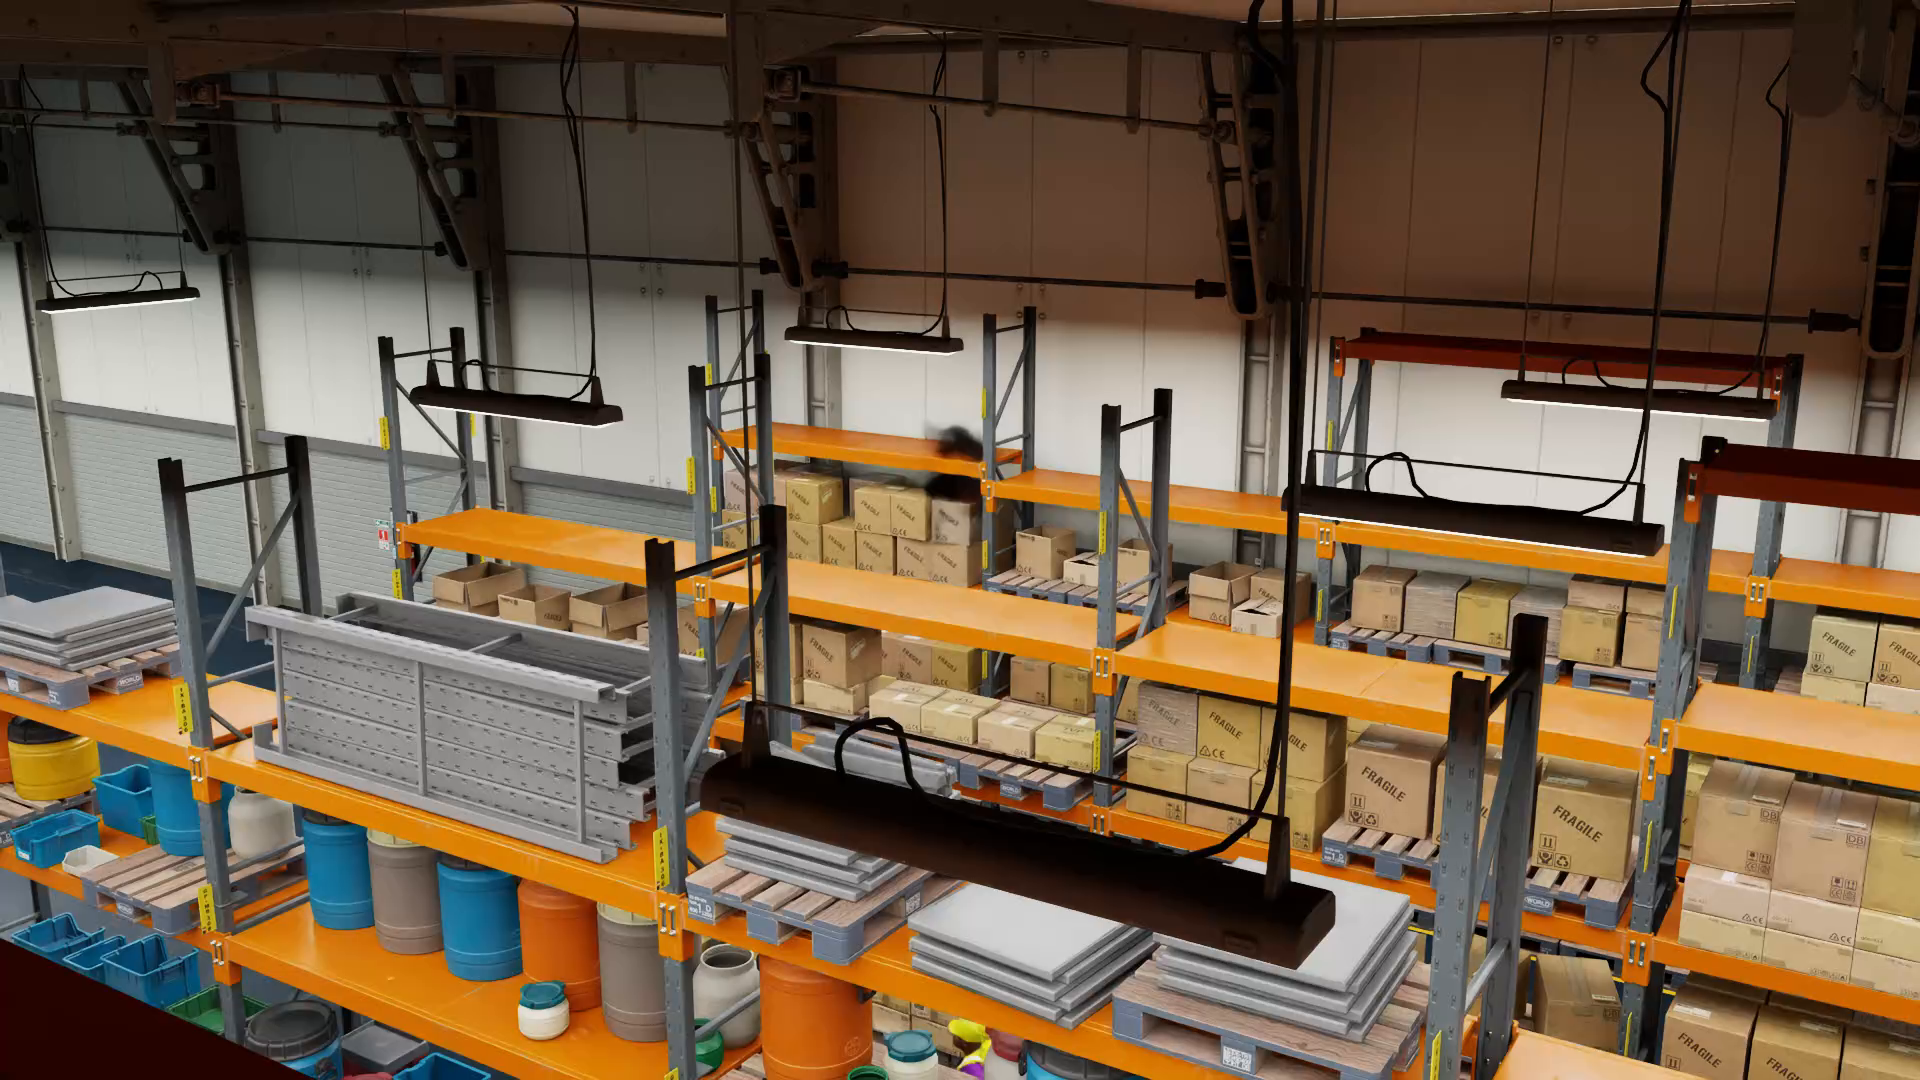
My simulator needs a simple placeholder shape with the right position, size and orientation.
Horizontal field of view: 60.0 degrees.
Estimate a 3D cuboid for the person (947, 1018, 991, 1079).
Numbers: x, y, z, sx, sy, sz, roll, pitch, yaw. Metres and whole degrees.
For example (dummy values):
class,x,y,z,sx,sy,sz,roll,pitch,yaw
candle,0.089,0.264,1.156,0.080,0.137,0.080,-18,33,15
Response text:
class,x,y,z,sx,sy,sz,roll,pitch,yaw
person,0.128,4.304,12.162,0.802,1.745,0.733,6,15,24
